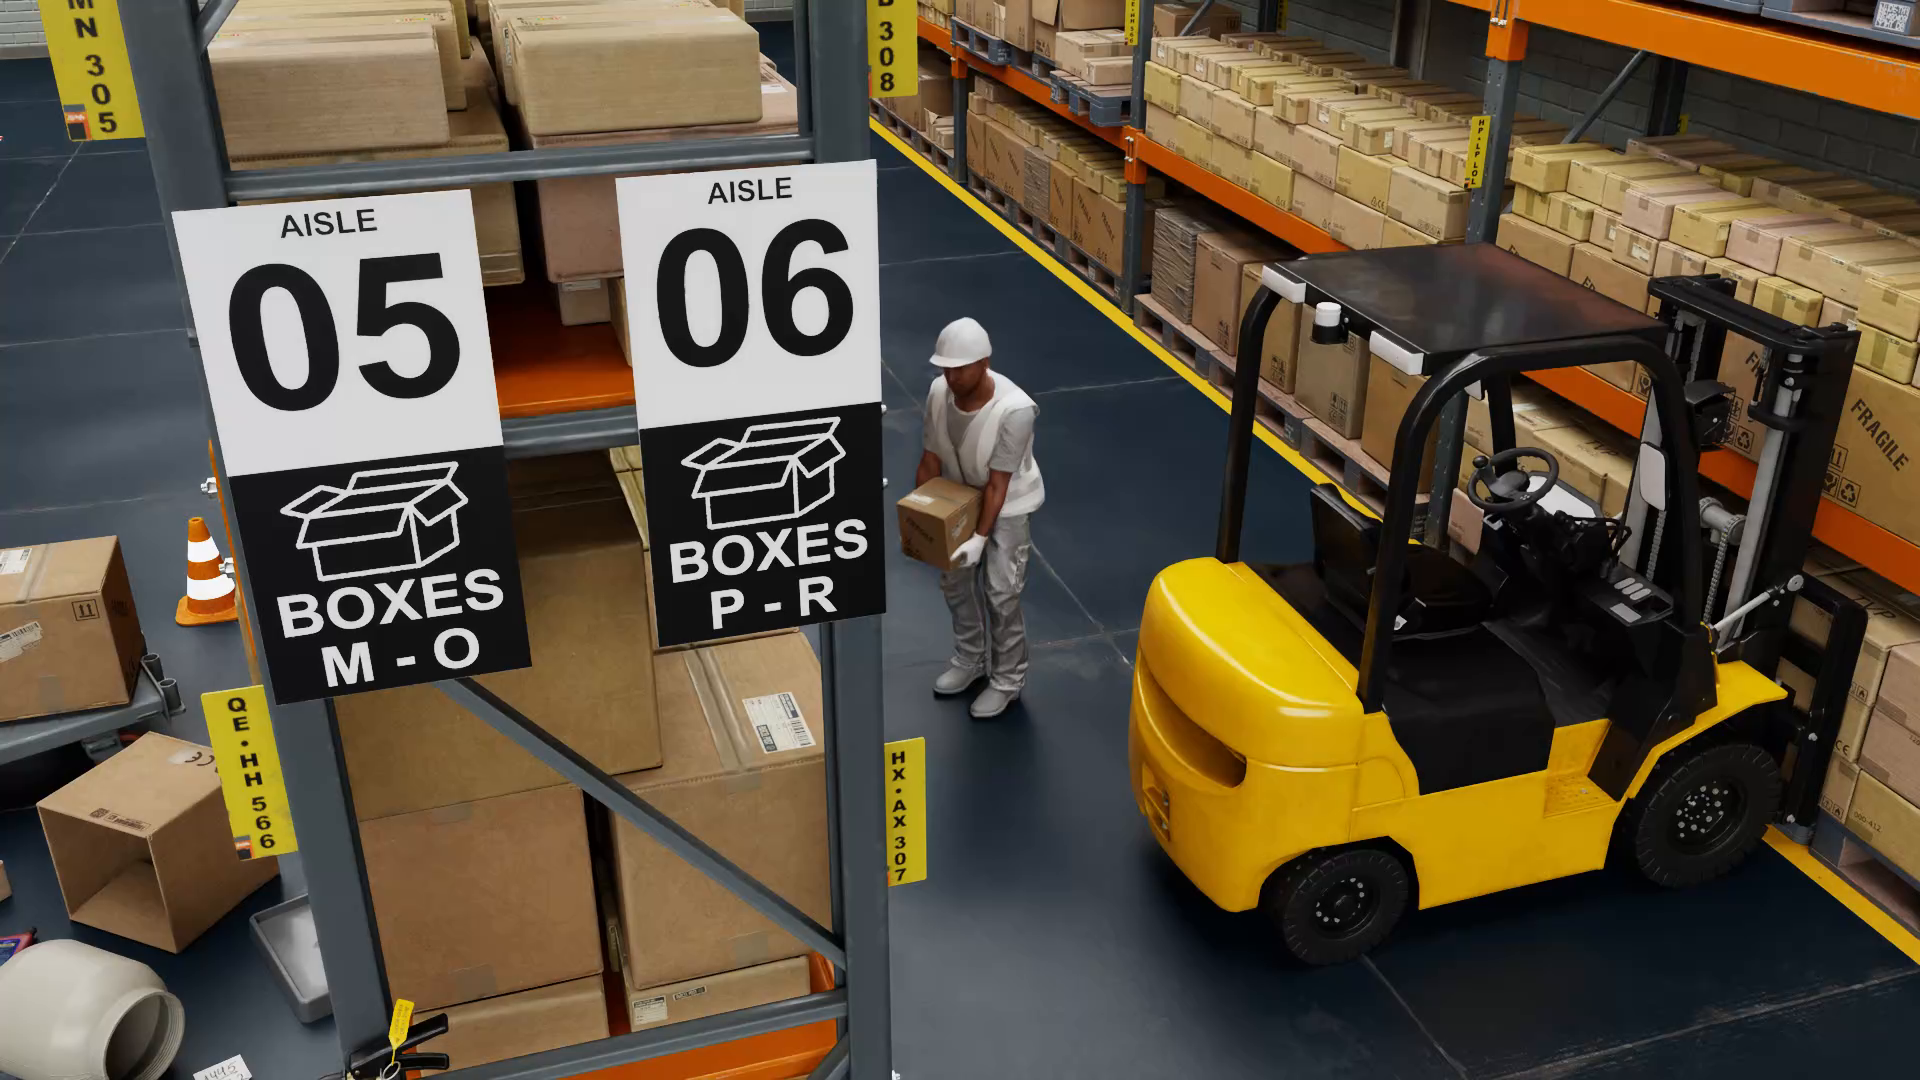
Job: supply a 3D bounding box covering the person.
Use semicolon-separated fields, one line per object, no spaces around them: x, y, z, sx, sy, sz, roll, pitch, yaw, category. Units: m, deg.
0.068;-0.091;6.818;0.484;1.745;0.616;20;32;35;person
